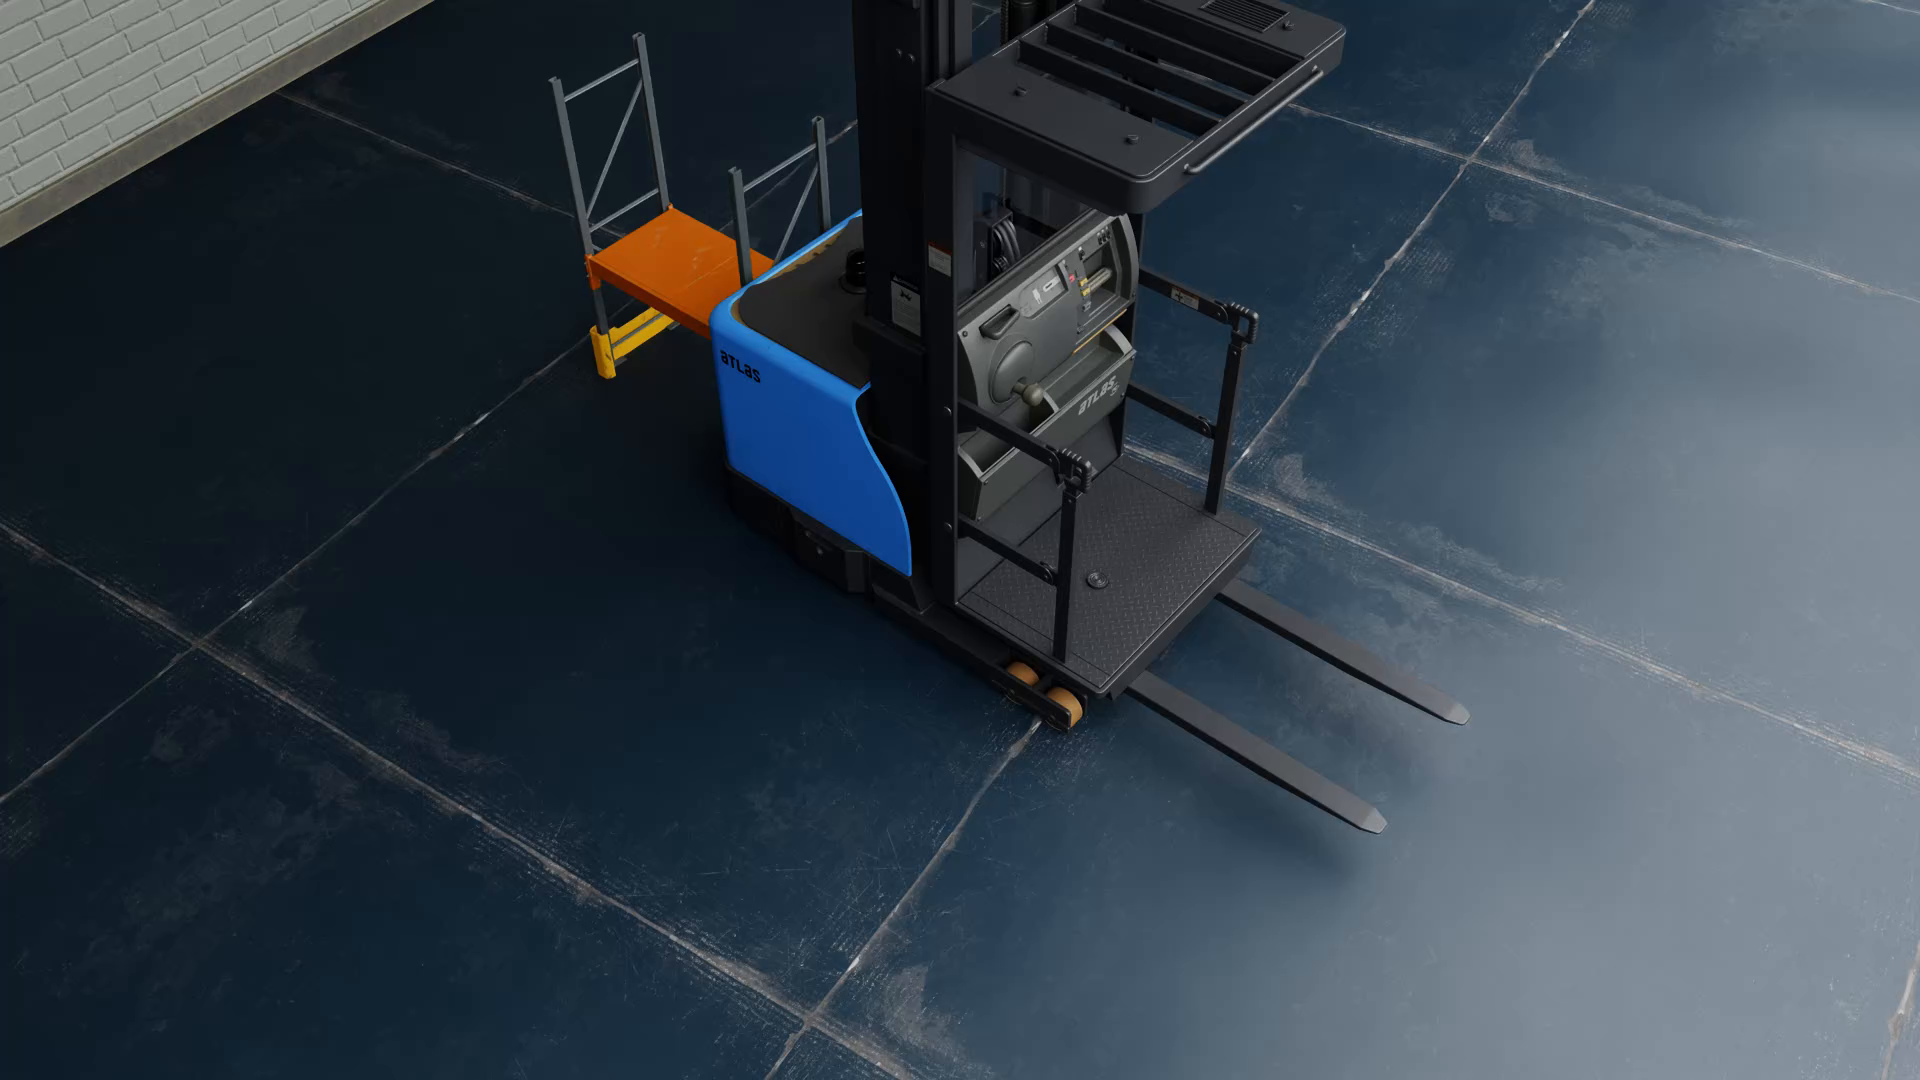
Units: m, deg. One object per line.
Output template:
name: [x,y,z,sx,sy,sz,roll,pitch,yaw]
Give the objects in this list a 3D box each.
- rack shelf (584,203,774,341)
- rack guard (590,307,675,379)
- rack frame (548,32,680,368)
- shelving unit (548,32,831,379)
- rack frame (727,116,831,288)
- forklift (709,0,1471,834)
rack shelf: [-1.093,-1.095,7.241,1.000,0.185,0.538,31,53,26]
rack guard: [-1.471,-1.008,7.777,0.087,0.250,0.587,31,53,26]
rack frame: [-1.486,-1.452,7.337,0.032,1.500,0.500,31,53,26]
shelving unit: [-1.086,-1.216,7.108,1.083,1.500,0.587,31,53,26]
rack frame: [-0.701,-0.989,6.887,0.032,1.500,0.500,31,53,26]
forklift: [0.480,-0.737,5.644,3.031,2.935,1.130,31,53,26]
